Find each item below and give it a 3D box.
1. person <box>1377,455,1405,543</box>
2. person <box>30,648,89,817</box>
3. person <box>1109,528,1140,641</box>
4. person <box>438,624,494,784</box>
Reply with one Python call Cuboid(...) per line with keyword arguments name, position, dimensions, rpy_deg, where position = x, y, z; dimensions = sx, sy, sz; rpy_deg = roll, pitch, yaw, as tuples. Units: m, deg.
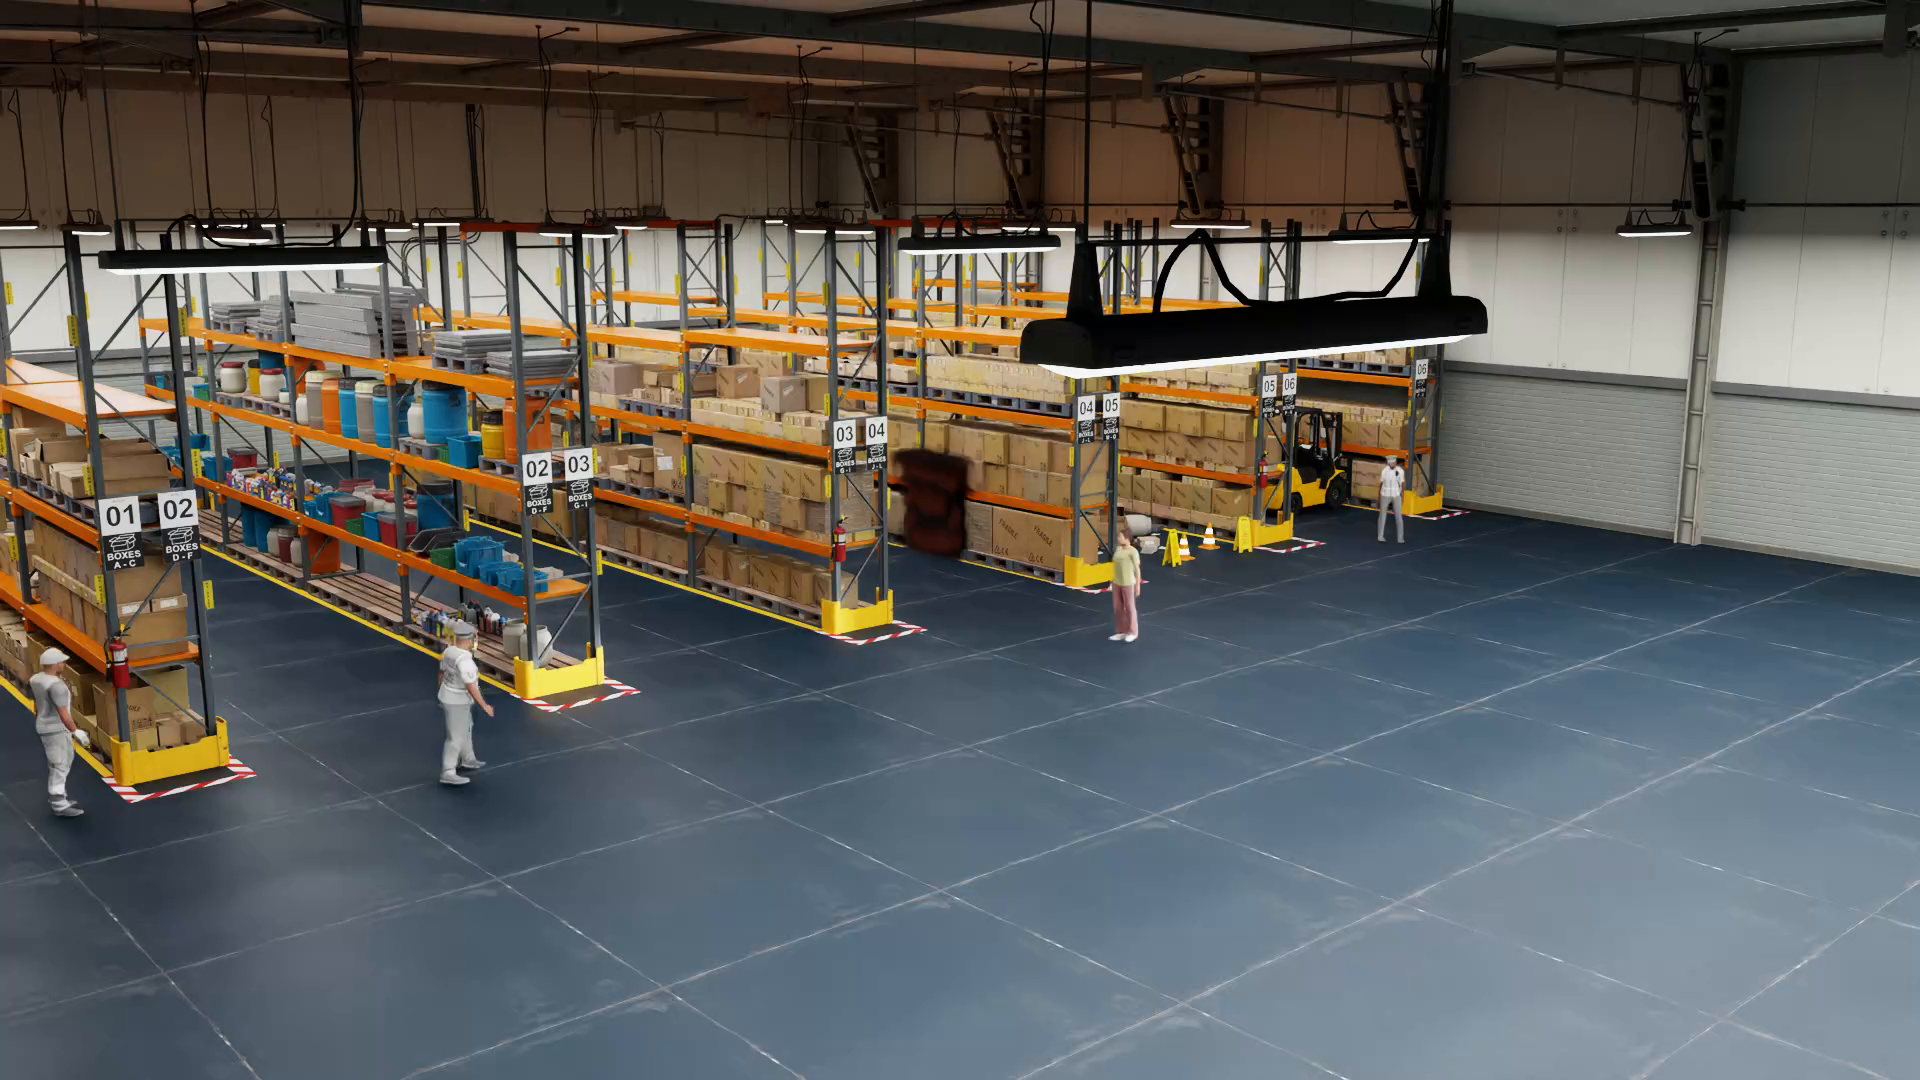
Cuboid(name="person", position=(8.216, -0.797, 31.616), dimensions=(0.546, 1.663, 0.371), rpy_deg=(4, 12, 19))
Cuboid(name="person", position=(-9.417, 2.014, 17.447), dimensions=(0.532, 1.825, 0.630), rpy_deg=(-4, 12, -20))
Cuboid(name="person", position=(2.427, 0.668, 24.389), dimensions=(0.365, 1.707, 0.570), rpy_deg=(-11, 16, -43))
Cuboid(name="person", position=(-5.567, 1.817, 18.577), dimensions=(0.602, 1.760, 0.699), rpy_deg=(-6, 13, -29))
